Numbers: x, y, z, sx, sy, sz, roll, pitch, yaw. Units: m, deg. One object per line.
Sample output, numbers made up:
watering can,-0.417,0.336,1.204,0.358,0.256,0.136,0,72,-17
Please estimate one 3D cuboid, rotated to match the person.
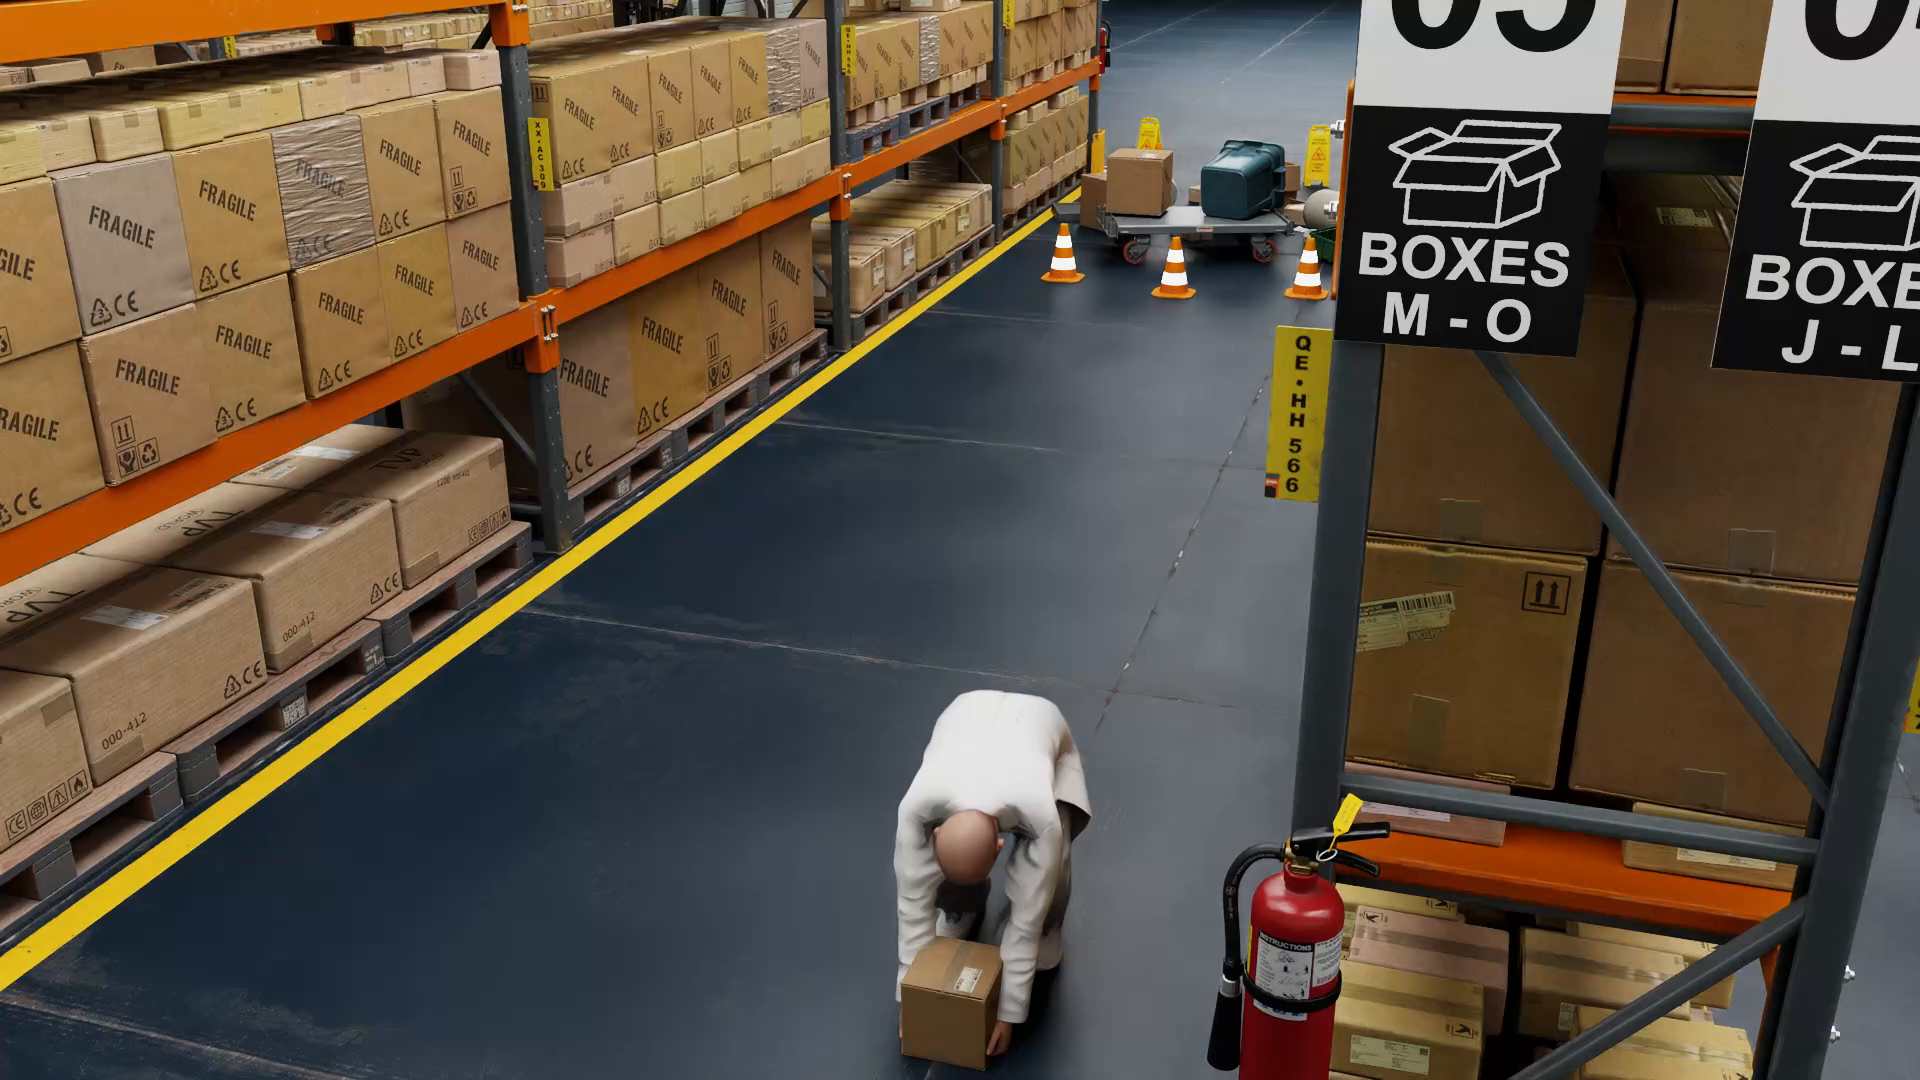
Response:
person,0.089,0.944,5.022,0.587,0.862,0.953,5,22,13
